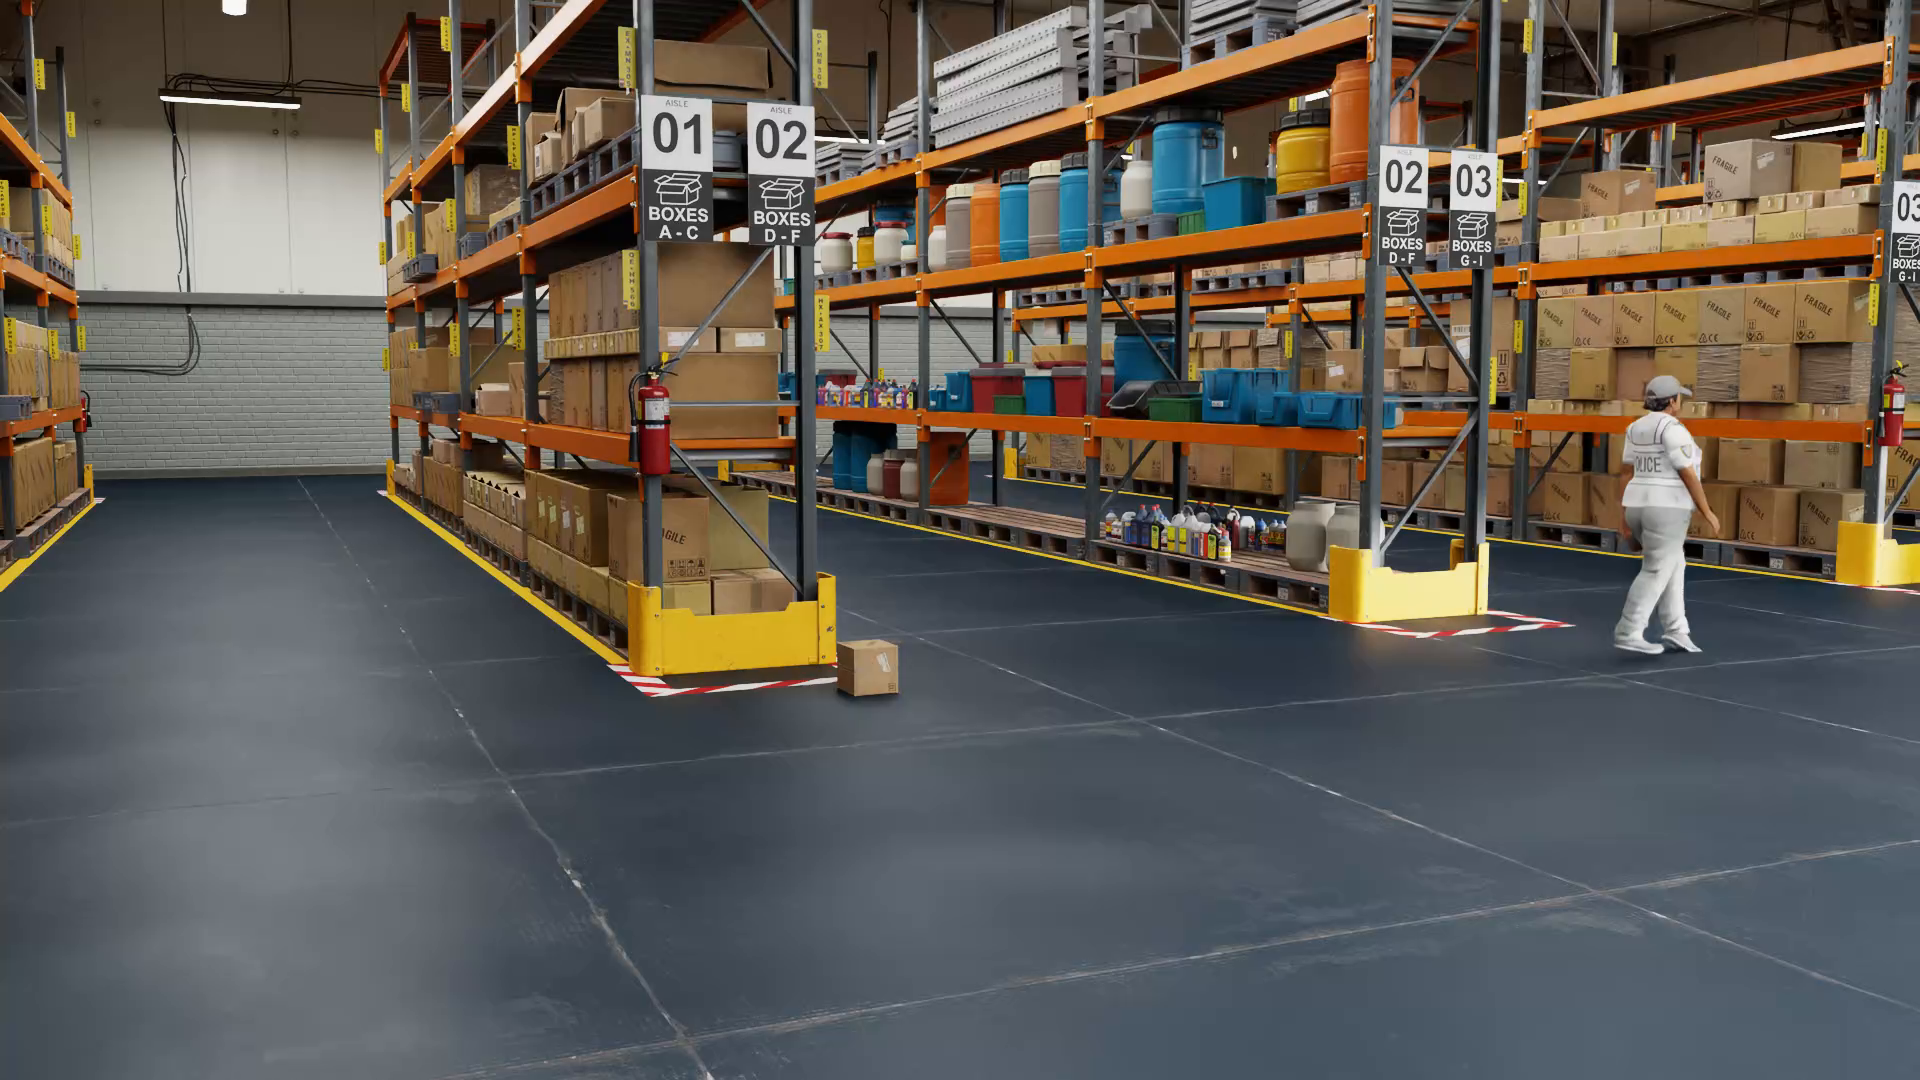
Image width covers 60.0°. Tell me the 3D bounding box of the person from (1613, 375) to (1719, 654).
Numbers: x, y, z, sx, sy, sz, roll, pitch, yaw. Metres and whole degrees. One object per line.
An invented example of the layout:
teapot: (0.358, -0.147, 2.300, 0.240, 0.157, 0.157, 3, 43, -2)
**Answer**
person: (4.212, -0.118, 9.862, 0.708, 1.713, 0.496, -1, 6, -11)
